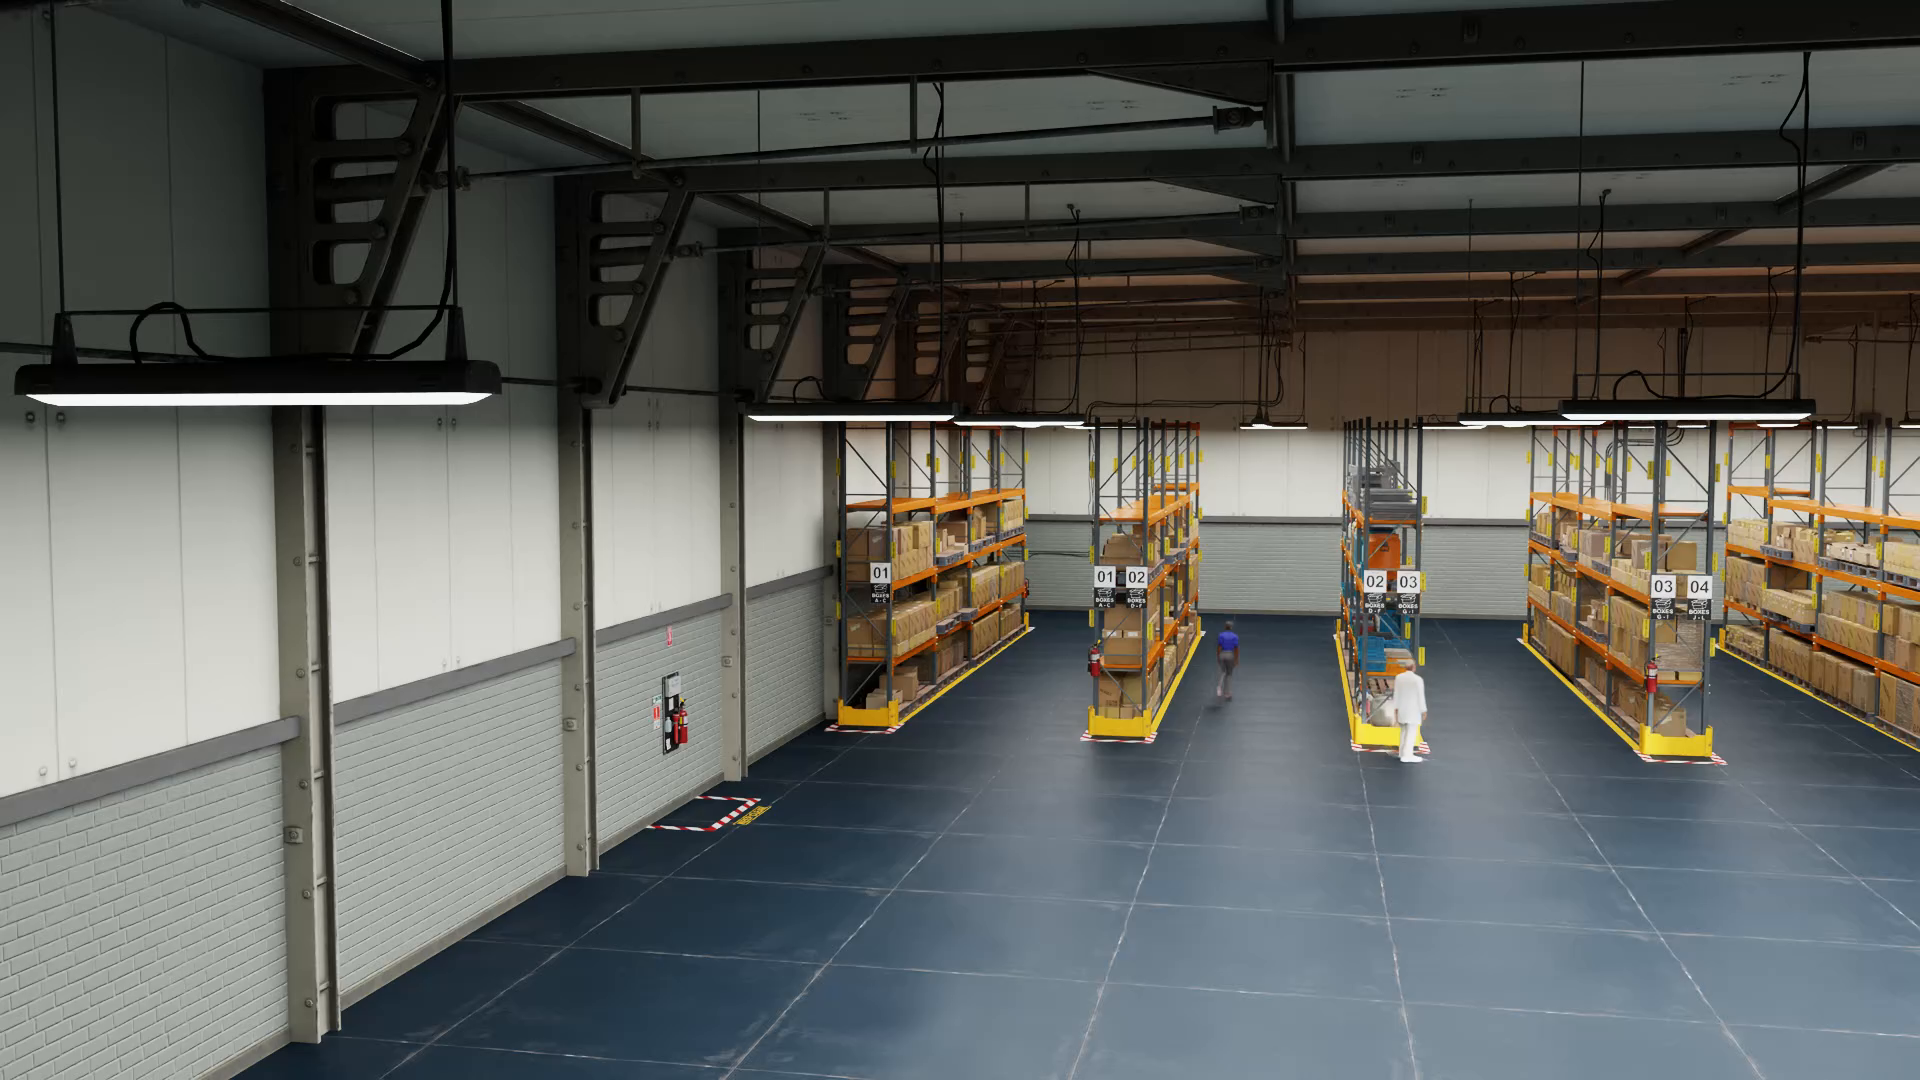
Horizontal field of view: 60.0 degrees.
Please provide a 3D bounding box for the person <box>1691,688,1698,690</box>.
[{"bbox_3d":[16.361,2.435,37.235,0.396,1.798,0.581,-1,4,-17],"label":"person"}]

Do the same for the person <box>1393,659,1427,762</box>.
[{"bbox_3d":[7.888,2.964,28.944,0.553,1.800,0.646,-3,5,-36],"label":"person"}]

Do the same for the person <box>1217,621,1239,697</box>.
[{"bbox_3d":[5.788,2.562,35.799,0.447,1.655,0.434,-3,5,-41],"label":"person"}]
